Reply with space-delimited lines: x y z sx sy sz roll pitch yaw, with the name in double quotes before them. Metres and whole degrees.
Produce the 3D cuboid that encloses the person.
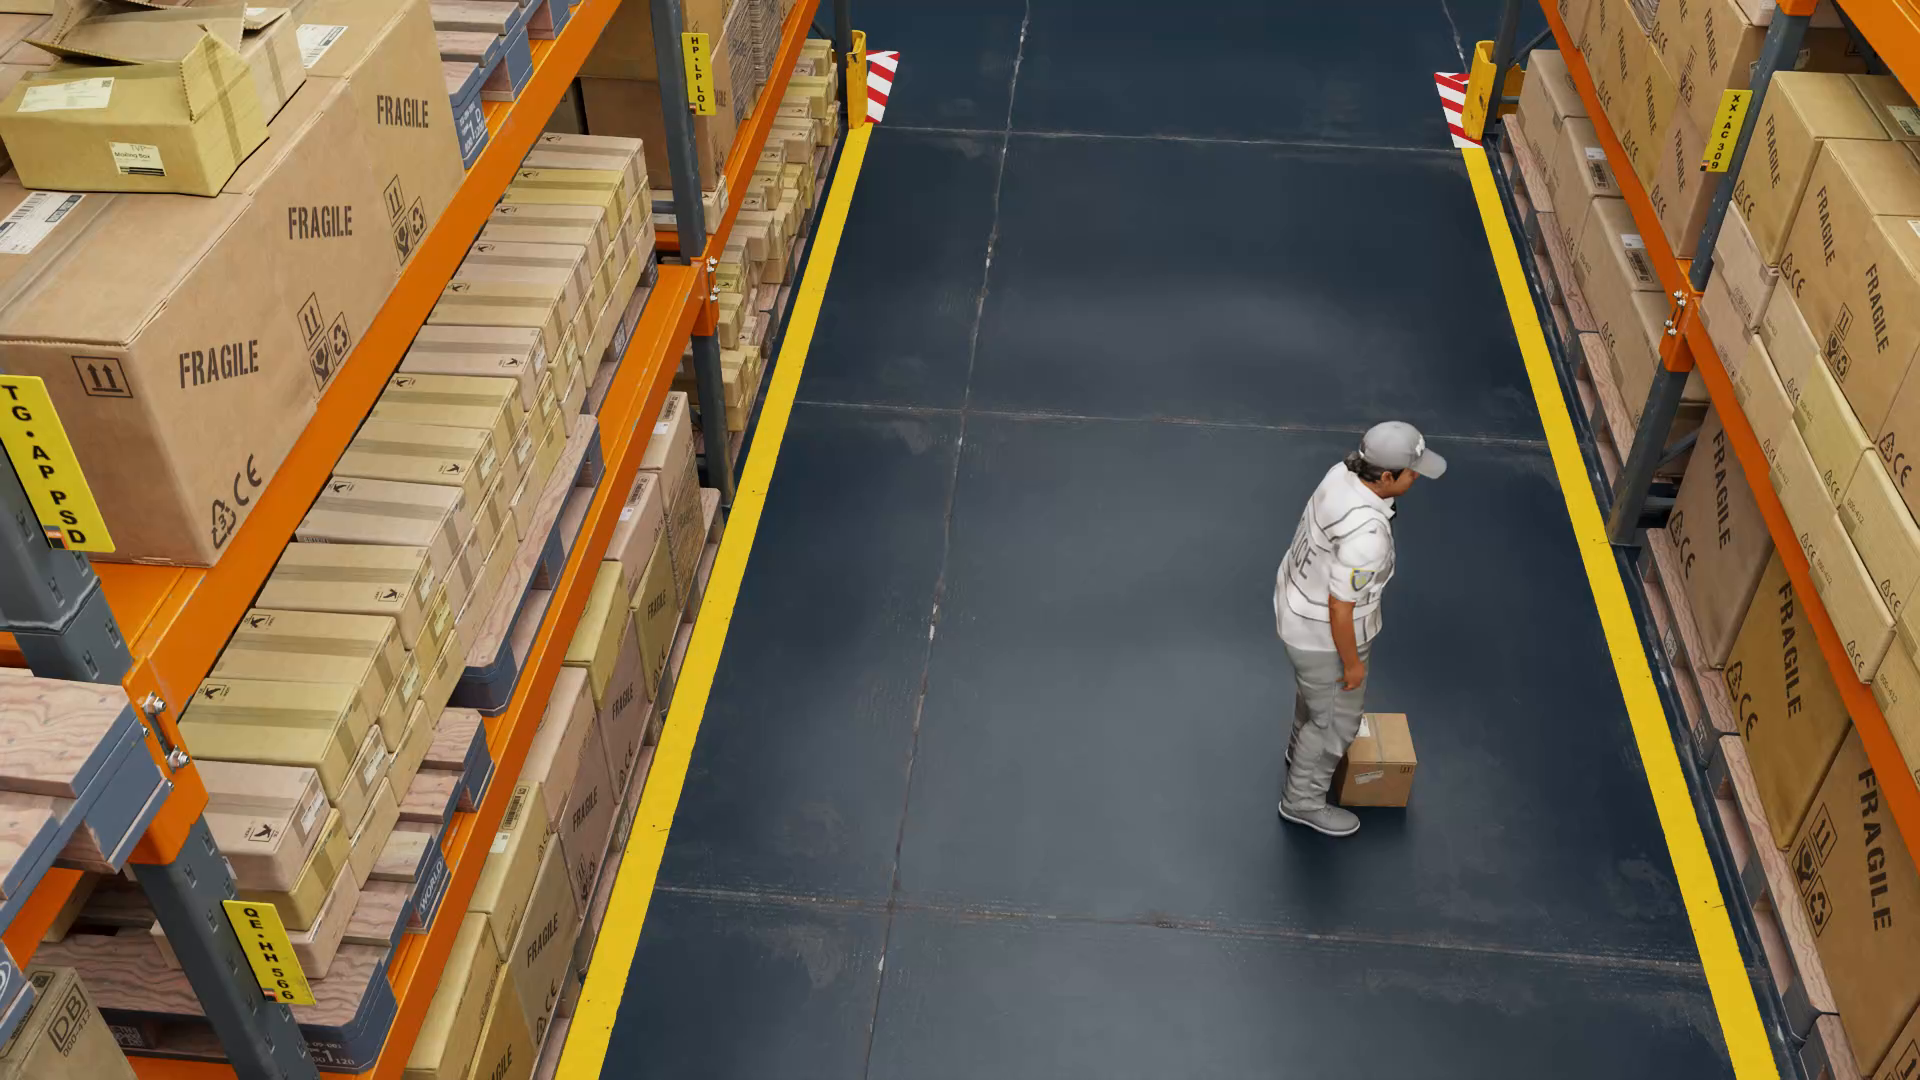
"person" 1.334 0.286 5.813 0.465 1.666 0.538 4 40 4
